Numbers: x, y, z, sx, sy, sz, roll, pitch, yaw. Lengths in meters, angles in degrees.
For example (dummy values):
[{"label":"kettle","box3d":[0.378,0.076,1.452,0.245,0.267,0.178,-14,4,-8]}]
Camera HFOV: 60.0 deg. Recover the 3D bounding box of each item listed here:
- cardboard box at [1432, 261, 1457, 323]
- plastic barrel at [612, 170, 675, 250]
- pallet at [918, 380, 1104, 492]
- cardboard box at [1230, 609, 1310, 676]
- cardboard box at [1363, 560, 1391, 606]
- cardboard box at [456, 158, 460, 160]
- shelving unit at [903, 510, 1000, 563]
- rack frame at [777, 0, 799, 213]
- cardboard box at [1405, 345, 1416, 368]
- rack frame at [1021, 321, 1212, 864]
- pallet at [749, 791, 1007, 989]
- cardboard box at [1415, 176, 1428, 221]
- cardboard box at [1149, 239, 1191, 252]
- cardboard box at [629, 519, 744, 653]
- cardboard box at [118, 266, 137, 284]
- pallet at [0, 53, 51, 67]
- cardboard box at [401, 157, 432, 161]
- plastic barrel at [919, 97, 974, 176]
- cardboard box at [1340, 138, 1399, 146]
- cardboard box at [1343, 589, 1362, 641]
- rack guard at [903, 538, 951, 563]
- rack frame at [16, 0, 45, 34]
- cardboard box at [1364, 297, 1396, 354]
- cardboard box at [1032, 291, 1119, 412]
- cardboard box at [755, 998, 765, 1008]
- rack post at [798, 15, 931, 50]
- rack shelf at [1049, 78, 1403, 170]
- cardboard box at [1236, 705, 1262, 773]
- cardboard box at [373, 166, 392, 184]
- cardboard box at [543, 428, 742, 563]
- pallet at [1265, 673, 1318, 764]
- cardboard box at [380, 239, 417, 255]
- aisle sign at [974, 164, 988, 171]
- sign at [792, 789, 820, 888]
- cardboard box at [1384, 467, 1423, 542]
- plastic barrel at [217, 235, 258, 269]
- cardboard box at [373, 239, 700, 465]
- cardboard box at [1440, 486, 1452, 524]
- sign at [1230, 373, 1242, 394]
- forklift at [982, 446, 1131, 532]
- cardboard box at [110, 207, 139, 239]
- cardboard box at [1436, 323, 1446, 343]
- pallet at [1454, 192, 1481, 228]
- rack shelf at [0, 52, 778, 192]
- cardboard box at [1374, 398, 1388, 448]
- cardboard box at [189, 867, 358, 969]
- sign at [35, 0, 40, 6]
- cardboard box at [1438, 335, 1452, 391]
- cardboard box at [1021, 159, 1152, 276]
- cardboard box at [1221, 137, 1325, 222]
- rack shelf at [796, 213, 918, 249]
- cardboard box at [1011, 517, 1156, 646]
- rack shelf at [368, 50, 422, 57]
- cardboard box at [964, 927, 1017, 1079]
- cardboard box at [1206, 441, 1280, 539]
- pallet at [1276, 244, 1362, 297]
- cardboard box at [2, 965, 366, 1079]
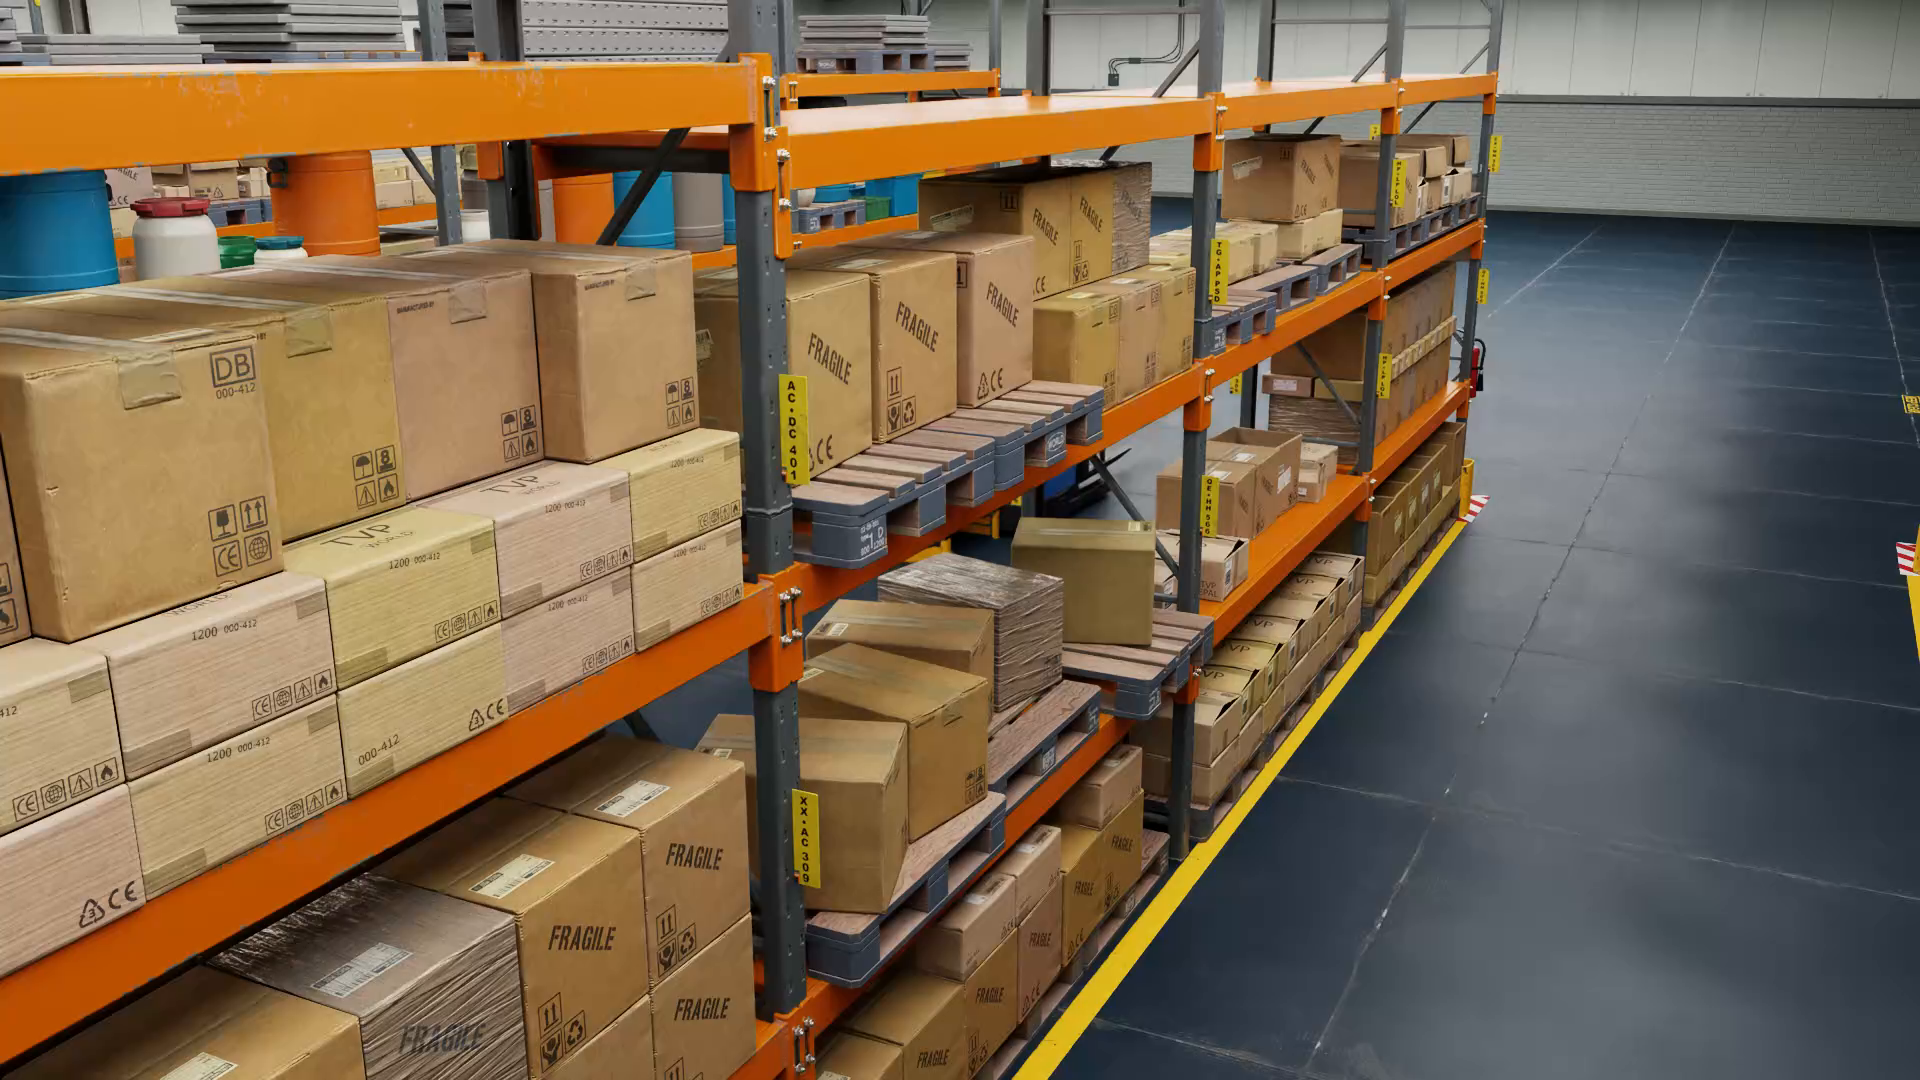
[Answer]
[{"label":"cardboard box","box3d":[4.139,-2.300,15.273,0.700,0.500,0.500,8,18,26]},{"label":"plastic barrel","box3d":[-2.452,-2.561,12.457,0.600,0.901,0.708,8,18,25]},{"label":"pallet","box3d":[-0.165,-0.474,6.640,1.213,0.211,1.003,8,18,25]},{"label":"cardboard box","box3d":[1.991,0.633,10.958,0.500,0.311,0.500,8,18,25]},{"label":"cardboard box","box3d":[3.074,0.295,13.081,0.500,0.250,0.500,8,18,25]},{"label":"cardboard box","box3d":[-5.295,-3.941,17.547,0.380,0.149,0.250,8,18,24]},{"label":"shelving unit","box3d":[-0.132,-0.644,14.784,0.587,1.500,1.083,8,18,25]},{"label":"rack frame","box3d":[-1.835,-4.249,13.752,1.000,3.000,0.127,8,18,25]},{"label":"cardboard box","box3d":[3.577,-1.540,13.852,0.380,0.149,0.250,8,18,25]},{"label":"rack frame","box3d":[0.808,0.276,9.051,1.000,3.000,0.127,8,18,25]},{"label":"pallet","box3d":[-0.525,1.198,6.287,1.003,0.211,1.213,8,18,25]},{"label":"cardboard box","box3d":[3.297,-2.638,12.769,0.500,0.311,0.500,7,18,22]},{"label":"cardboard box","box3d":[1.178,-1.549,9.456,0.500,0.250,0.500,9,19,27]},{"label":"cardboard box","box3d":[-0.959,0.087,4.684,0.500,0.250,0.500,8,18,25]},{"label":"cardboard box","box3d":[-10.278,-2.971,19.721,0.875,0.550,0.550,8,18,25]},{"label":"pallet","box3d":[-5.067,-2.144,7.698,1.003,0.211,1.213,8,18,25]},{"label":"cardboard box","box3d":[-5.794,-4.017,17.800,0.380,0.149,0.250,9,19,28]},{"label":"plastic barrel","box3d":[-0.151,-4.098,17.018,0.600,0.830,0.708,8,18,25]},{"label":"cardboard box","box3d":[3.396,-3.127,14.084,0.500,0.500,0.500,8,18,25]},{"label":"cardboard box","box3d":[2.669,0.517,12.333,0.500,0.250,0.500,8,18,25]},{"label":"rack guard","box3d":[-0.354,0.082,14.535,0.587,0.250,0.087,8,18,25]},{"label":"rack frame","box3d":[-13.344,-7.159,23.549,1.000,3.000,0.127,8,18,25]},{"label":"cardboard box","box3d":[3.012,-1.655,13.100,0.700,0.500,0.500,8,18,25]},{"label":"cardboard box","box3d":[0.183,-0.832,7.338,0.910,0.500,0.500,8,18,25]},{"label":"cardboard box","box3d":[-0.787,1.996,6.880,0.500,0.500,0.500,8,18,26]},{"label":"rack post","box3d":[-0.885,-4.735,15.518,0.937,0.300,0.954,8,18,24]},{"label":"rack shelf","box3d":[1.701,-2.572,10.071,1.077,0.370,4.000,8,18,25]},{"label":"cardboard box","box3d":[1.528,1.169,10.138,0.500,0.250,0.500,8,18,24]},{"label":"cardboard box","box3d":[-5.845,-3.604,16.412,0.380,0.149,0.250,8,18,24]},{"label":"cardboard box","box3d":[-0.954,-0.152,4.610,0.500,0.250,0.500,8,18,25]},{"label":"pallet","box3d":[1.757,1.099,11.180,1.003,0.211,1.213,8,18,25]},{"label":"cardboard box","box3d":[-5.837,-2.756,16.806,0.500,0.500,0.500,8,18,25]},{"label":"aisle sign","box3d":[0.251,-3.619,17.601,0.394,0.787,0.004,8,18,25]},{"label":"sign","box3d":[-0.491,0.947,5.272,0.100,0.325,0.005,8,18,25]},{"label":"cardboard box","box3d":[3.529,-0.318,13.828,0.500,0.500,0.500,8,18,25]},{"label":"plastic barrel","box3d":[-4.301,-1.679,9.901,0.294,0.245,0.294,0,17,0]},{"label":"cardboard box","box3d":[-1.163,-0.541,4.604,0.700,0.500,0.500,8,18,25]},{"label":"cardboard box","box3d":[4.195,-0.341,15.223,0.500,0.250,0.500,8,18,25]},{"label":"sign","box3d":[2.098,-1.266,12.583,0.100,0.325,0.005,8,18,25]},{"label":"forklift","box3d":[0.862,-1.845,16.315,1.130,2.935,3.031,8,18,25]},{"label":"cardboard box","box3d":[-7.164,-2.701,14.071,0.500,0.250,0.500,9,19,27]},{"label":"cardboard box","box3d":[4.152,-1.867,14.951,0.380,0.149,0.250,8,18,25]},{"label":"pallet","box3d":[4.043,-2.980,14.902,1.003,0.211,1.213,8,18,25]},{"label":"rack shelf","box3d":[-1.873,-0.725,3.154,1.077,0.370,4.000,8,18,25]},{"label":"cardboard box","box3d":[3.018,-1.039,13.306,0.700,0.500,0.500,8,18,25]},{"label":"cardboard box","box3d":[-1.902,1.115,4.297,0.500,0.500,0.500,8,18,24]},{"label":"sign","box3d":[-12.856,-7.607,23.138,0.100,0.325,0.005,8,18,25]},{"label":"cardboard box","box3d":[4.162,-1.692,15.503,0.700,0.500,0.500,8,18,25]},{"label":"cardboard box","box3d":[0.607,-1.578,8.096,0.500,0.500,0.500,8,18,25]},{"label":"cardboard box","box3d":[2.050,-2.369,10.899,0.500,0.500,0.500,10,19,31]},{"label":"rack shelf","box3d":[-0.941,-2.976,15.997,1.077,0.370,4.000,8,18,25]},{"label":"cardboard box","box3d":[0.627,0.202,8.389,0.700,0.500,0.500,2,17,7]},{"label":"rack shelf","box3d":[-5.372,-5.043,17.692,1.077,0.370,4.000,8,18,25]},{"label":"cardboard box","box3d":[-0.087,1.927,7.112,0.500,0.500,0.500,8,18,26]},{"label":"cardboard box","box3d":[1.778,-0.335,10.934,0.500,0.500,0.500,8,18,25]},{"label":"pallet","box3d":[2.213,-1.862,11.320,0.805,0.209,1.217,7,18,23]},{"label":"cardboard box","box3d":[-1.652,1.317,3.616,0.500,0.500,0.500,8,18,25]}]
